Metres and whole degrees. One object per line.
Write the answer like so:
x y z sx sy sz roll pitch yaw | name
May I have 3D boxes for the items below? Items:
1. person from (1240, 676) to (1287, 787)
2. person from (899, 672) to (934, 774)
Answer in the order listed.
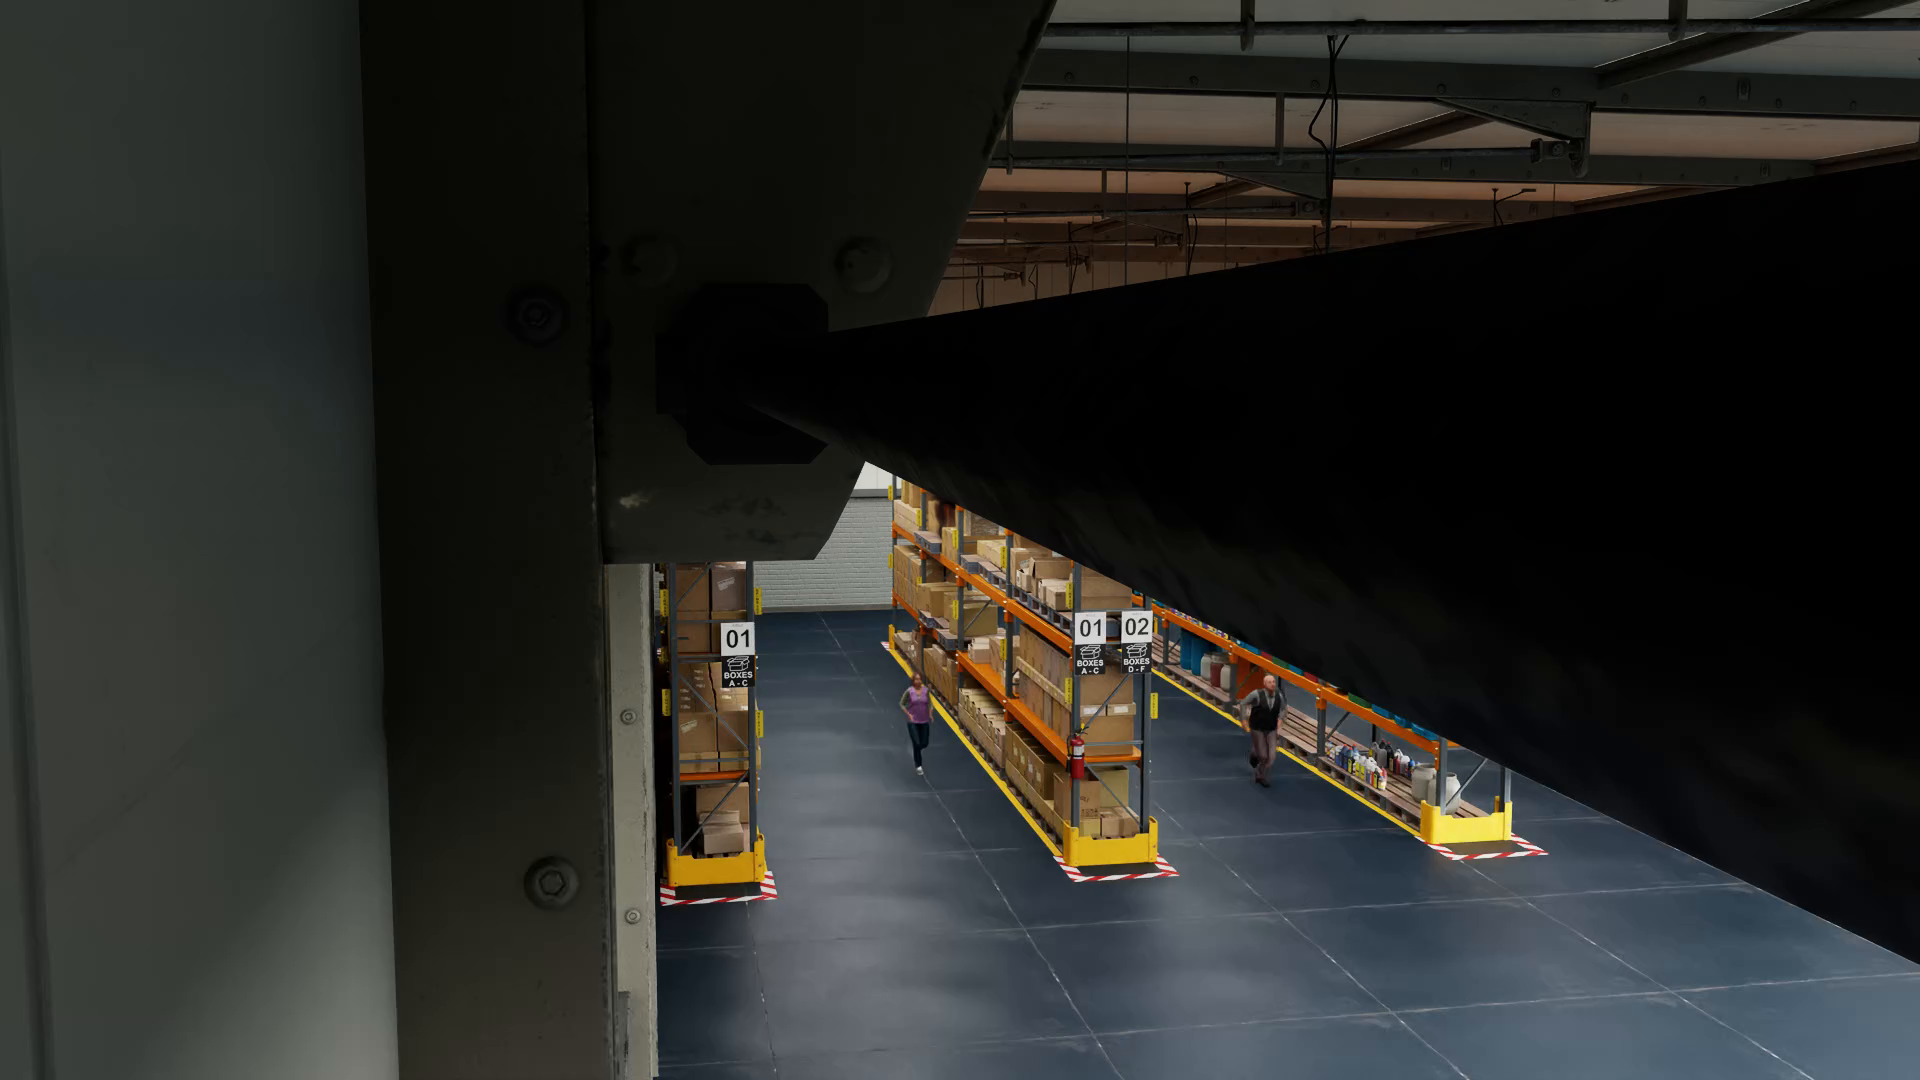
4.536 2.838 24.824 0.693 1.678 0.683 -1 6 -11 | person
-0.673 2.800 25.645 0.540 1.562 0.552 -2 6 -15 | person
